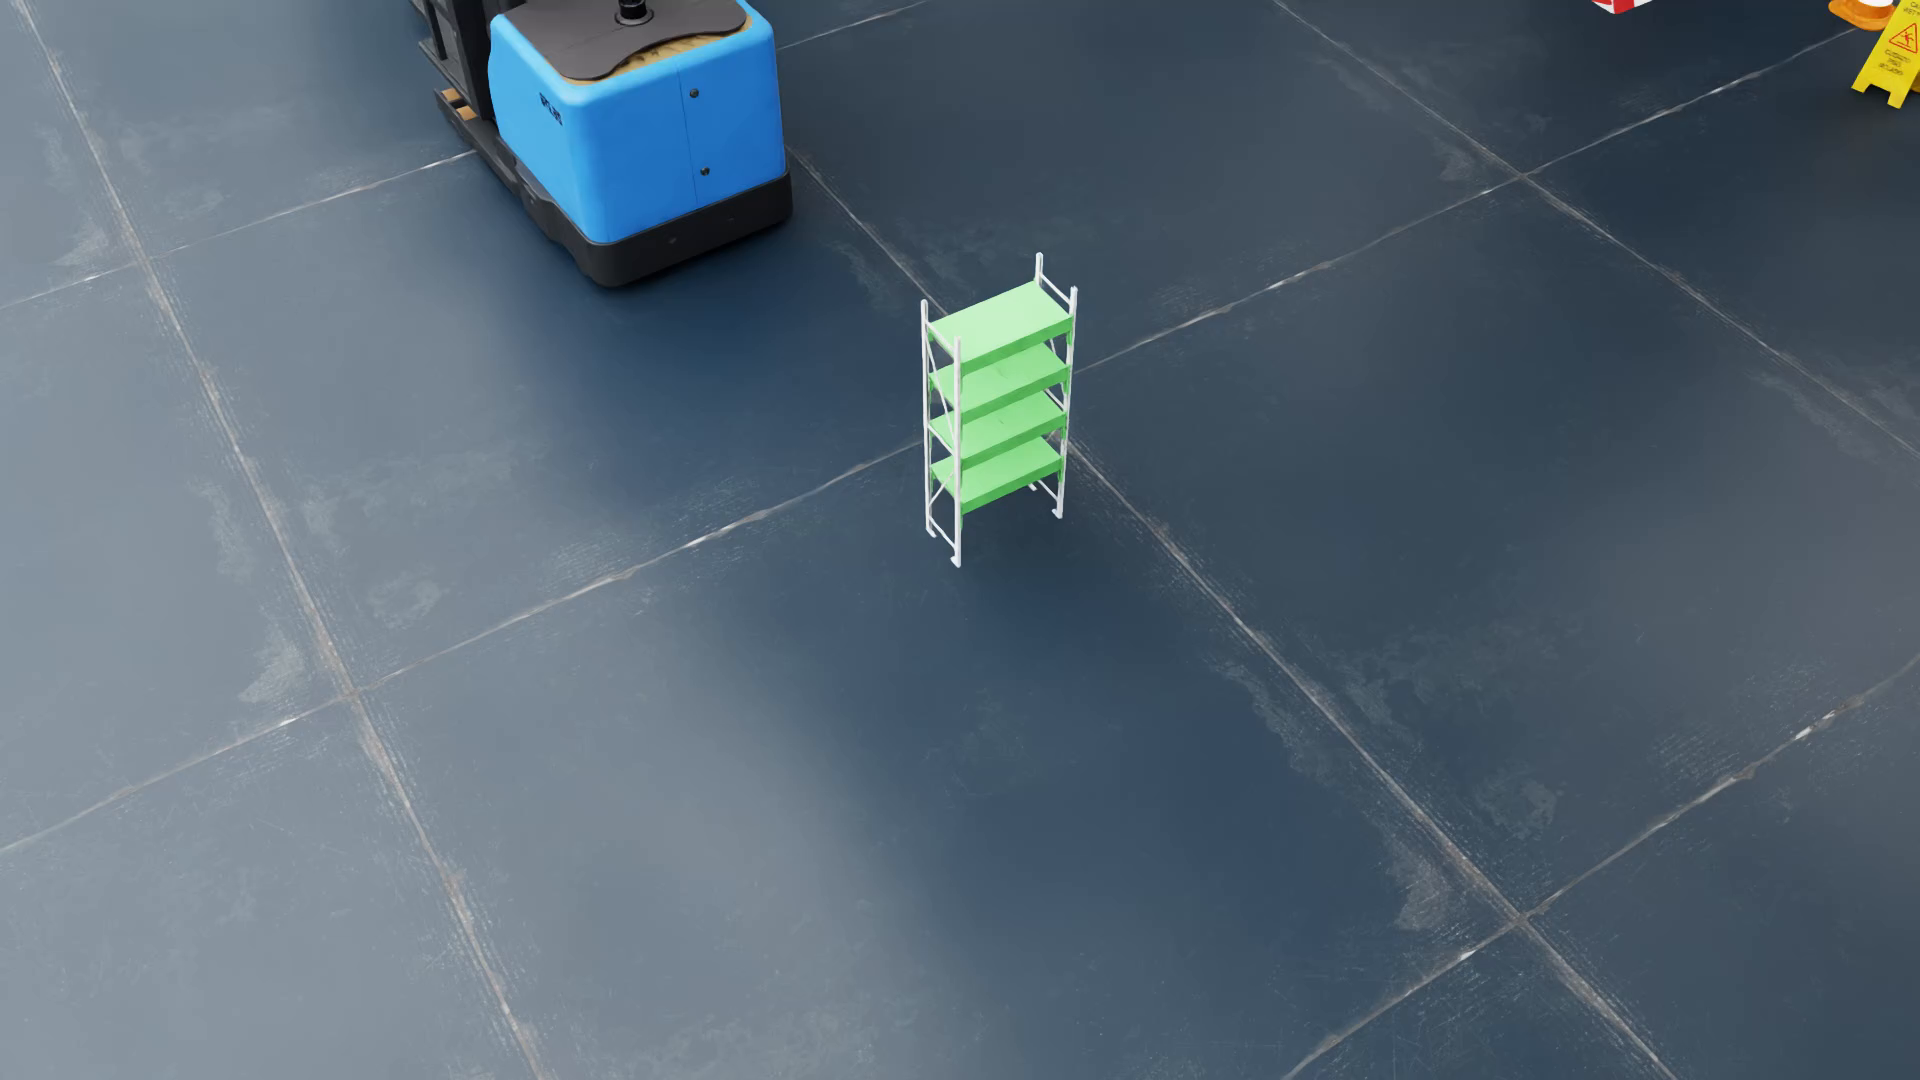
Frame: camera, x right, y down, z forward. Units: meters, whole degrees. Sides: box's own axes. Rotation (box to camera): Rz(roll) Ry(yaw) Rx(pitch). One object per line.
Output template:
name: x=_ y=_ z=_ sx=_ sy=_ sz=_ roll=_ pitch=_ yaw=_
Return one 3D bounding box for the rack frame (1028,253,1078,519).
rack frame: x=0.346 y=-0.562 z=6.393 sx=0.015 sy=1.200 sz=0.240 roll=-25 pitch=53 yaw=-21

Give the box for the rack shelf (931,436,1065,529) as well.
rack shelf: x=0.140 y=-0.263 z=6.533 sx=0.480 sy=0.148 sz=0.258 roll=-25 pitch=53 yaw=-21

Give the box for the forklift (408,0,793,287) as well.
forklift: x=-2.050 y=-3.212 z=7.593 sx=1.130 sy=2.935 sz=3.031 roll=-27 pitch=54 yaw=-22

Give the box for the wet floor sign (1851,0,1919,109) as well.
wet floor sign: x=4.910 y=-2.600 z=8.578 sx=0.232 sy=0.644 sz=0.267 roll=-34 pitch=57 yaw=-27

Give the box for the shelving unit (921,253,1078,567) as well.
shelving unit: x=0.140 y=-0.465 z=6.306 sx=0.503 sy=1.200 sz=0.258 roll=-25 pitch=53 yaw=-21

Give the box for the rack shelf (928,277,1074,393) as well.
rack shelf: x=0.140 y=-0.742 z=5.995 sx=0.480 sy=0.148 sz=0.258 roll=-25 pitch=53 yaw=-21

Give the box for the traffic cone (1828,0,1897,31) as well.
traffic cone: x=5.085 y=-3.116 z=9.160 sx=0.334 sy=0.463 sz=0.336 roll=-25 pitch=53 yaw=-21

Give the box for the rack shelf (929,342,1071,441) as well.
rack shelf: x=0.140 y=-0.582 z=6.174 sx=0.480 sy=0.148 sz=0.258 roll=-25 pitch=53 yaw=-21

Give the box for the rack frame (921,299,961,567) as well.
rack frame: x=-0.066 y=-0.368 z=6.219 sx=0.015 sy=1.200 sz=0.240 roll=-25 pitch=53 yaw=-21

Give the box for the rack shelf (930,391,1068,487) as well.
rack shelf: x=0.140 y=-0.422 z=6.354 sx=0.480 sy=0.148 sz=0.258 roll=-25 pitch=53 yaw=-21
